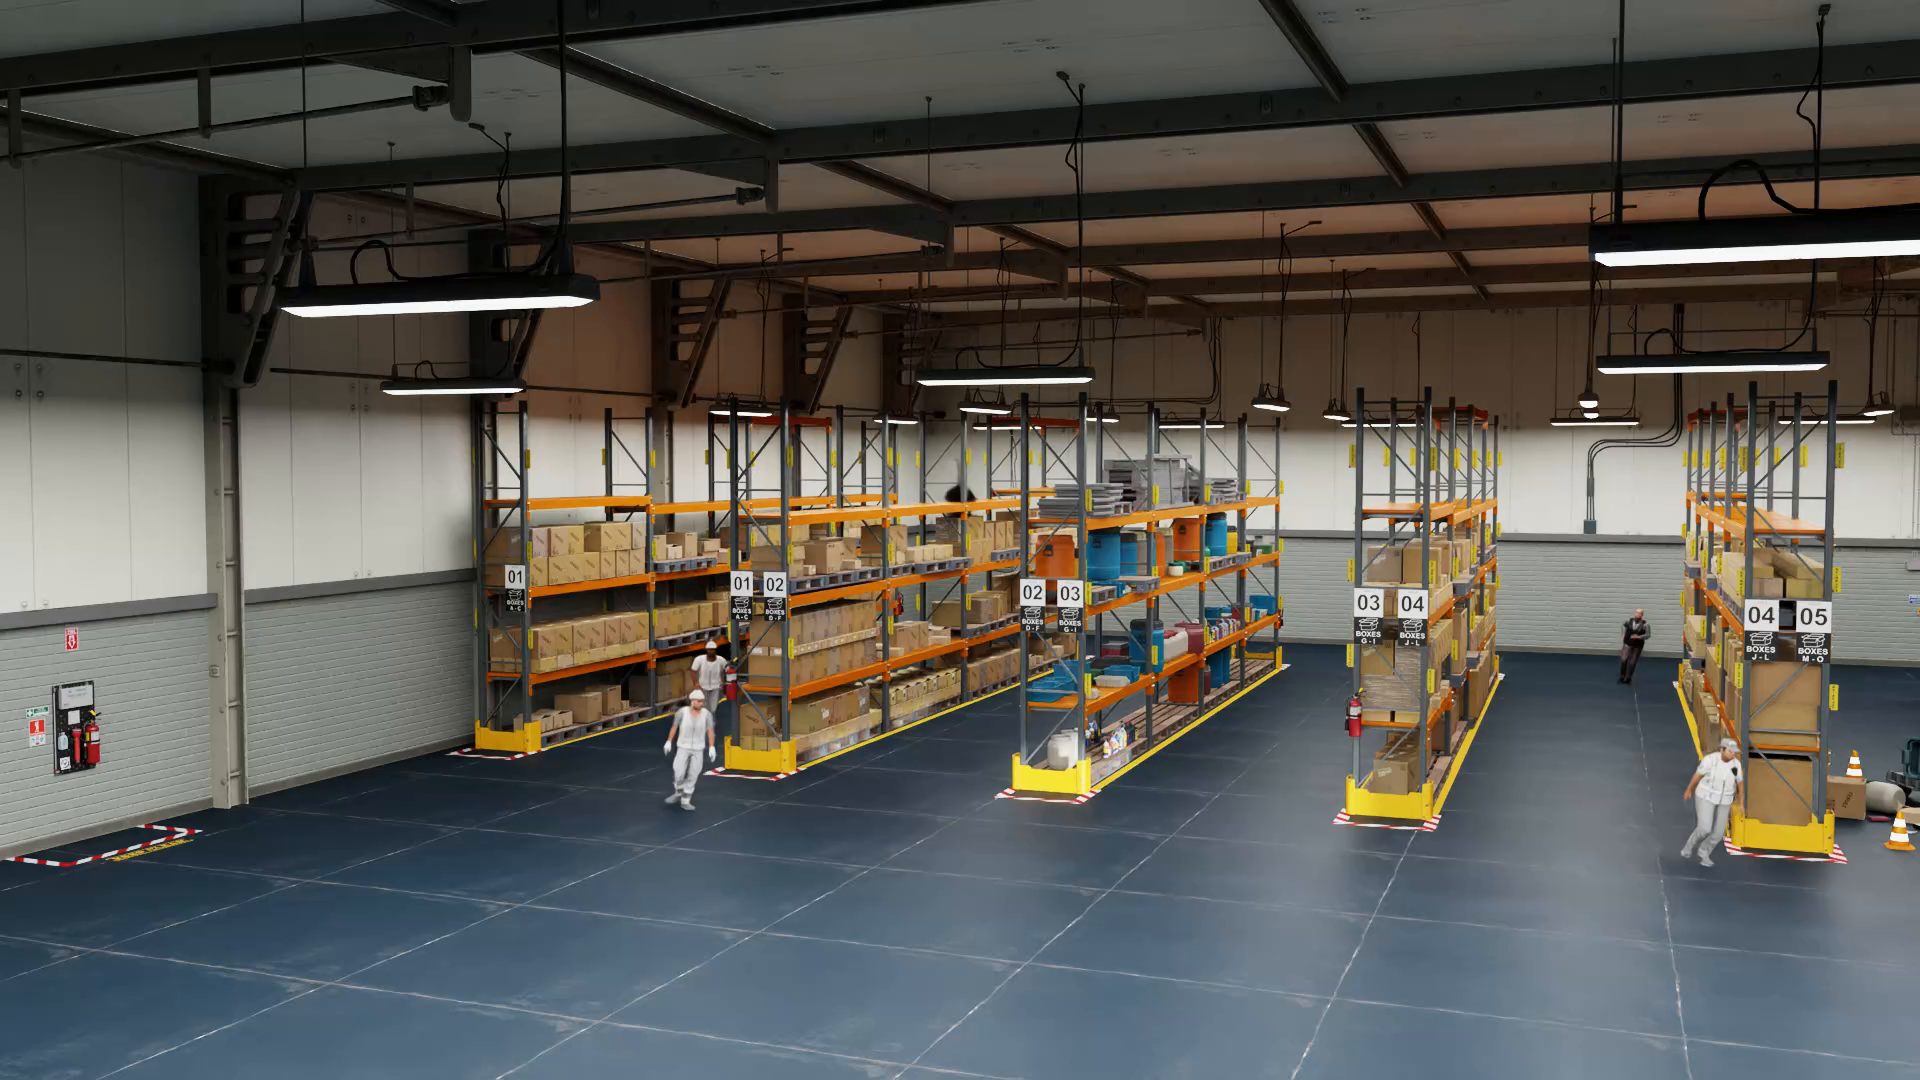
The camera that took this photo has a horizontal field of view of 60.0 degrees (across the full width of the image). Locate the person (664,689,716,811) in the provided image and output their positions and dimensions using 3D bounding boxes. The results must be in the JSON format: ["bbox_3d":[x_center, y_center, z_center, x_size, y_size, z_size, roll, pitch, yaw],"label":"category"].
[{"bbox_3d":[-3.839,2.980,23.662,0.696,1.748,0.592,-1,3,-17],"label":"person"}]

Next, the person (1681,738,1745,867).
[{"bbox_3d":[9.248,3.214,20.377,0.638,1.623,0.623,0,3,-3],"label":"person"}]

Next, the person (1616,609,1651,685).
[{"bbox_3d":[14.944,2.378,36.855,0.694,1.739,0.673,2,3,29],"label":"person"}]

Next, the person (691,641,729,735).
[{"bbox_3d":[-4.552,2.682,30.300,0.699,1.702,0.589,0,3,-6],"label":"person"}]
